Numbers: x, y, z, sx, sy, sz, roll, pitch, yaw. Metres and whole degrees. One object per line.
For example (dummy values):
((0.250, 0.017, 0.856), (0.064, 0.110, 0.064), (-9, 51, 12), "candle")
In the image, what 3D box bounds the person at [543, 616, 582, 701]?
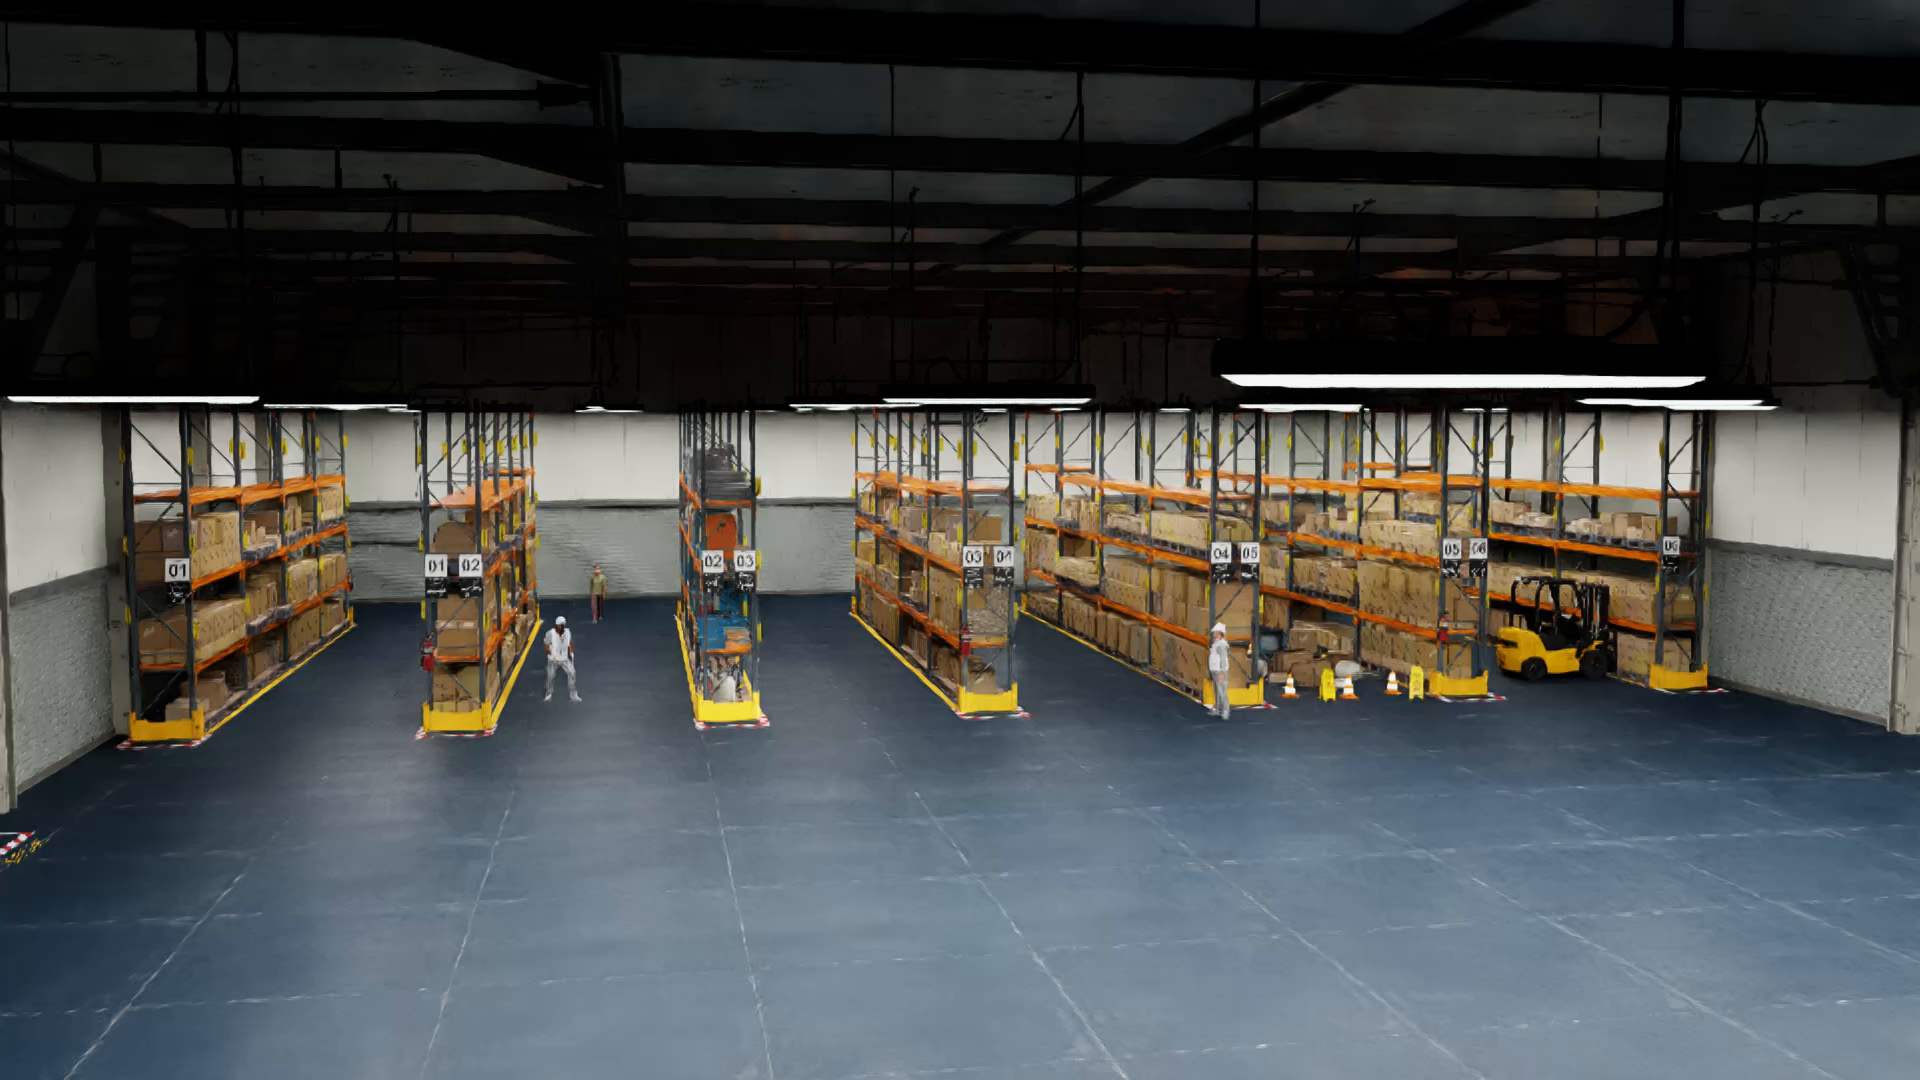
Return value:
((-7.968, 2.326, 33.048), (0.686, 1.647, 0.788), (-3, 5, -30), "person")

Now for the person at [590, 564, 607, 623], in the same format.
((-9.972, 1.453, 45.858), (0.445, 1.591, 1.110), (-1, 4, -13), "person")

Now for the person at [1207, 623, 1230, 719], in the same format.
((4.904, 2.457, 31.399), (0.387, 1.771, 0.633), (0, 4, -4), "person")
